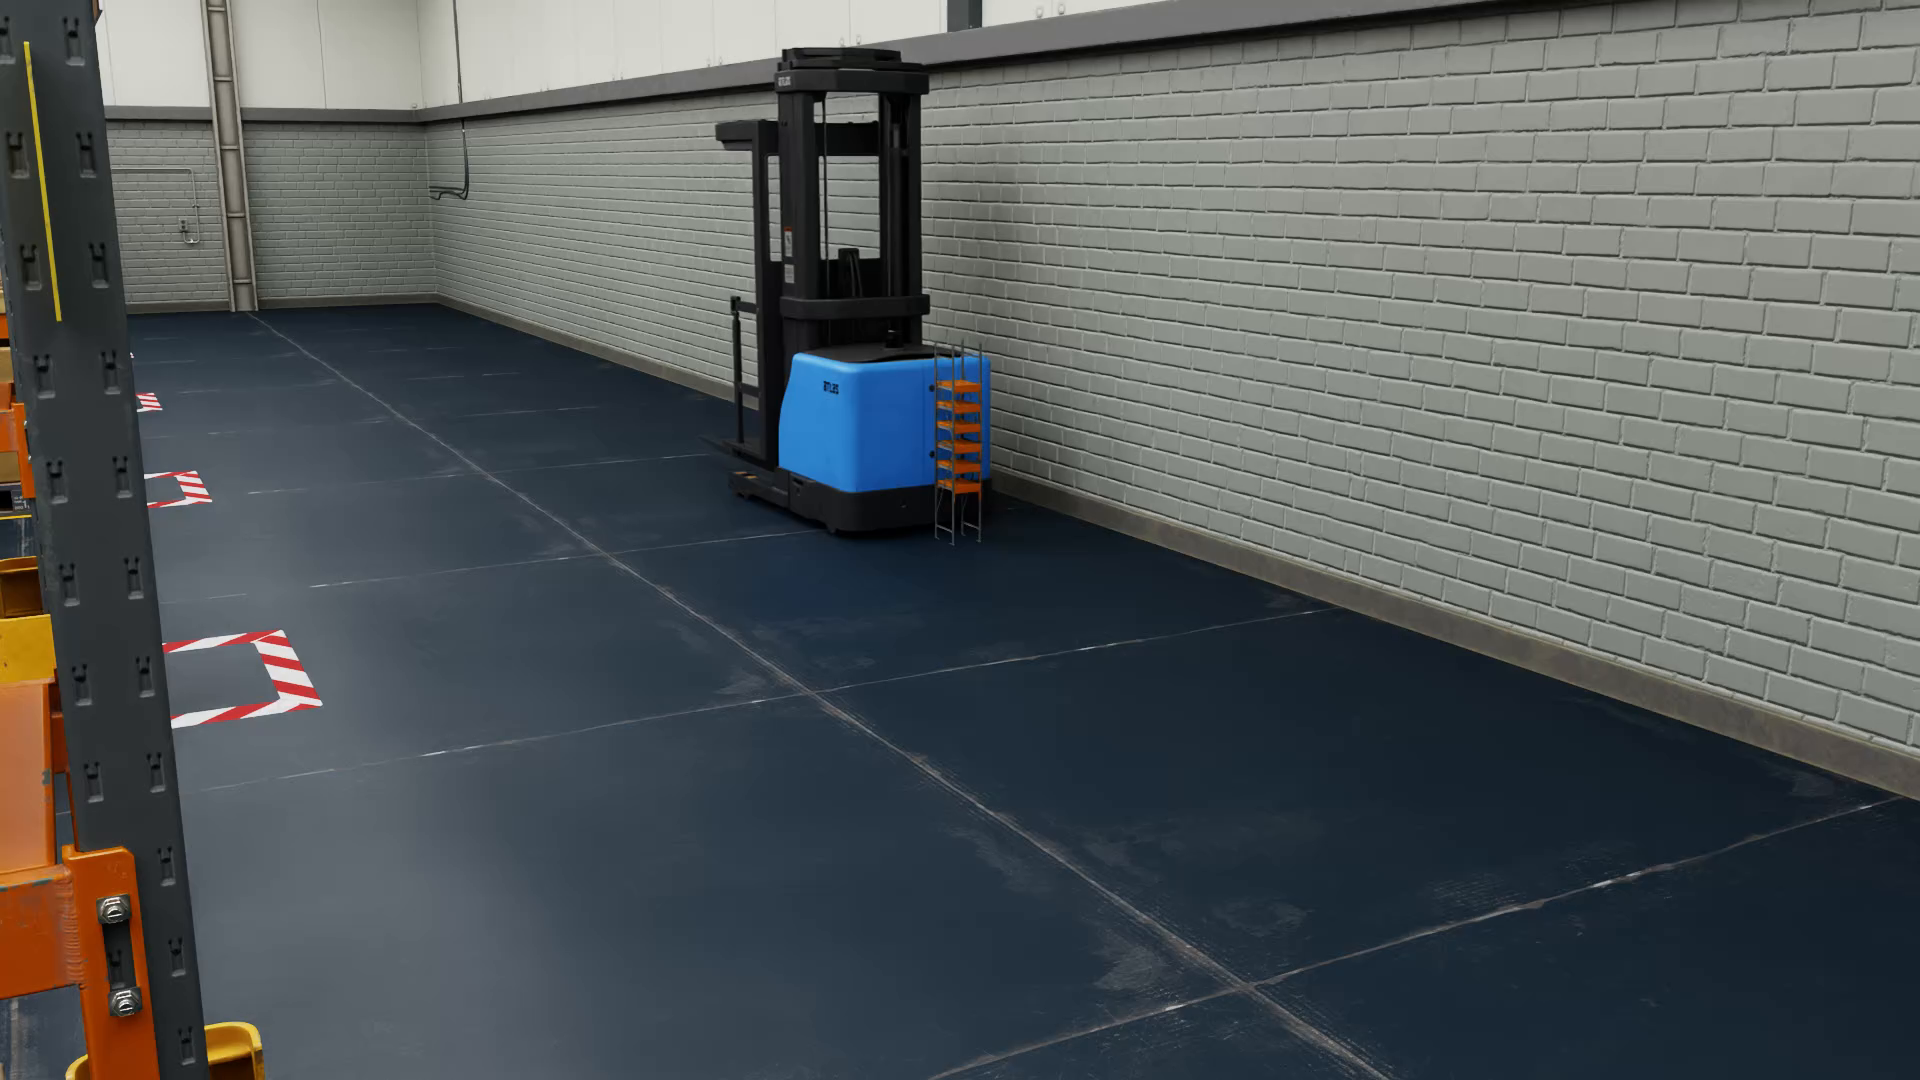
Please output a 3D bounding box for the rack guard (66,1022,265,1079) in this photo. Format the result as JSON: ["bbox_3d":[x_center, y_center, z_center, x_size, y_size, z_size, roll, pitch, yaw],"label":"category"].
[{"bbox_3d":[-1.336,1.361,2.921,0.348,0.500,1.175,-7,14,-28],"label":"rack guard"}]

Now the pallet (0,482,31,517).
[{"bbox_3d":[-6.770,-0.306,10.987,1.213,0.211,1.003,-7,14,-28],"label":"pallet"}]

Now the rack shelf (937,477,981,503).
[{"bbox_3d":[-0.013,-0.306,10.033,0.180,0.103,0.258,-7,14,-28],"label":"rack shelf"}]

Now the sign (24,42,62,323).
[{"bbox_3d":[-1.109,-0.430,2.011,0.005,0.325,0.100,-7,14,-28],"label":"sign"}]

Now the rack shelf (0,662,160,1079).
[{"bbox_3d":[-3.113,0.706,1.780,4.000,0.370,1.077,-7,14,-28],"label":"rack shelf"}]

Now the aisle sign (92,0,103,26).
[{"bbox_3d":[-1.145,-1.072,2.118,0.004,0.787,0.394,-7,14,-28],"label":"aisle sign"}]

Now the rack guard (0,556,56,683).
[{"bbox_3d":[-3.884,0.429,7.066,0.348,0.500,1.175,-7,14,-28],"label":"rack guard"}]

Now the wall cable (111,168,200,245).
[{"bbox_3d":[-12.555,-5.442,25.143,1.851,1.984,0.084,-7,14,-28],"label":"wall cable"}]

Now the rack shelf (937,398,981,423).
[{"bbox_3d":[-0.013,-0.775,9.928,0.180,0.103,0.258,-7,14,-28],"label":"rack shelf"}]

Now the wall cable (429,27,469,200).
[{"bbox_3d":[-8.090,-6.567,25.867,0.112,2.526,3.097,-7,14,-28],"label":"wall cable"}]

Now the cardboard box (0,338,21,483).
[{"bbox_3d":[-6.629,-0.851,10.941,0.875,0.875,0.875,-7,14,-28],"label":"cardboard box"}]

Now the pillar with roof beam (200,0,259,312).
[{"bbox_3d":[-9.207,-7.177,21.504,0.400,9.000,9.100,-7,14,-28],"label":"pillar with roof beam"}]

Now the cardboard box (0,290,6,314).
[{"bbox_3d":[-6.260,-1.542,10.701,0.250,0.149,0.380,-7,14,-27],"label":"cardboard box"}]

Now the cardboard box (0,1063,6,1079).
[{"bbox_3d":[-1.888,1.278,2.476,0.875,0.438,0.875,-7,15,-30],"label":"cardboard box"}]

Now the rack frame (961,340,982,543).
[{"bbox_3d":[0.068,-0.593,10.013,0.006,1.200,0.240,-7,14,-28],"label":"rack frame"}]

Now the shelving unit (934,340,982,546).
[{"bbox_3d":[-0.013,-0.584,9.971,0.189,1.200,0.258,-7,14,-28],"label":"shelving unit"}]

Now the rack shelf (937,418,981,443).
[{"bbox_3d":[-0.013,-0.658,9.954,0.180,0.103,0.258,-7,14,-28],"label":"rack shelf"}]

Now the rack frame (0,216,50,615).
[{"bbox_3d":[-3.818,-0.799,6.827,0.127,3.000,1.000,-7,14,-28],"label":"rack frame"}]

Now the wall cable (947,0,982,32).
[{"bbox_3d":[0.509,-6.192,9.801,0.120,5.999,2.277,-7,14,-28],"label":"wall cable"}]

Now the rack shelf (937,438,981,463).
[{"bbox_3d":[-0.013,-0.540,9.980,0.180,0.103,0.258,-7,14,-28],"label":"rack shelf"}]

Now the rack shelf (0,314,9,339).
[{"bbox_3d":[-7.861,-1.204,10.266,4.000,0.370,1.077,-7,14,-28],"label":"rack shelf"}]

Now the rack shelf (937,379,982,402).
[{"bbox_3d":[-0.013,-0.892,9.901,0.180,0.103,0.258,-7,14,-28],"label":"rack shelf"}]

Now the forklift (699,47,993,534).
[{"bbox_3d":[-0.951,-1.747,11.197,1.130,2.935,3.031,-7,14,-28],"label":"forklift"}]

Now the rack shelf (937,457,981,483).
[{"bbox_3d":[-0.013,-0.423,10.007,0.180,0.103,0.258,-7,14,-28],"label":"rack shelf"}]

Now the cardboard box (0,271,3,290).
[{"bbox_3d":[-6.404,-1.735,10.652,0.500,0.250,0.500,-7,15,-29],"label":"cardboard box"}]

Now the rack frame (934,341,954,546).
[{"bbox_3d":[-0.093,-0.574,9.928,0.006,1.200,0.240,-7,14,-28],"label":"rack frame"}]

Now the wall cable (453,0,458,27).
[{"bbox_3d":[-6.794,-8.510,22.995,0.112,2.526,3.097,-7,14,-28],"label":"wall cable"}]

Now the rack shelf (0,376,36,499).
[{"bbox_3d":[-5.573,-0.237,5.971,4.000,0.370,1.077,-7,14,-28],"label":"rack shelf"}]
